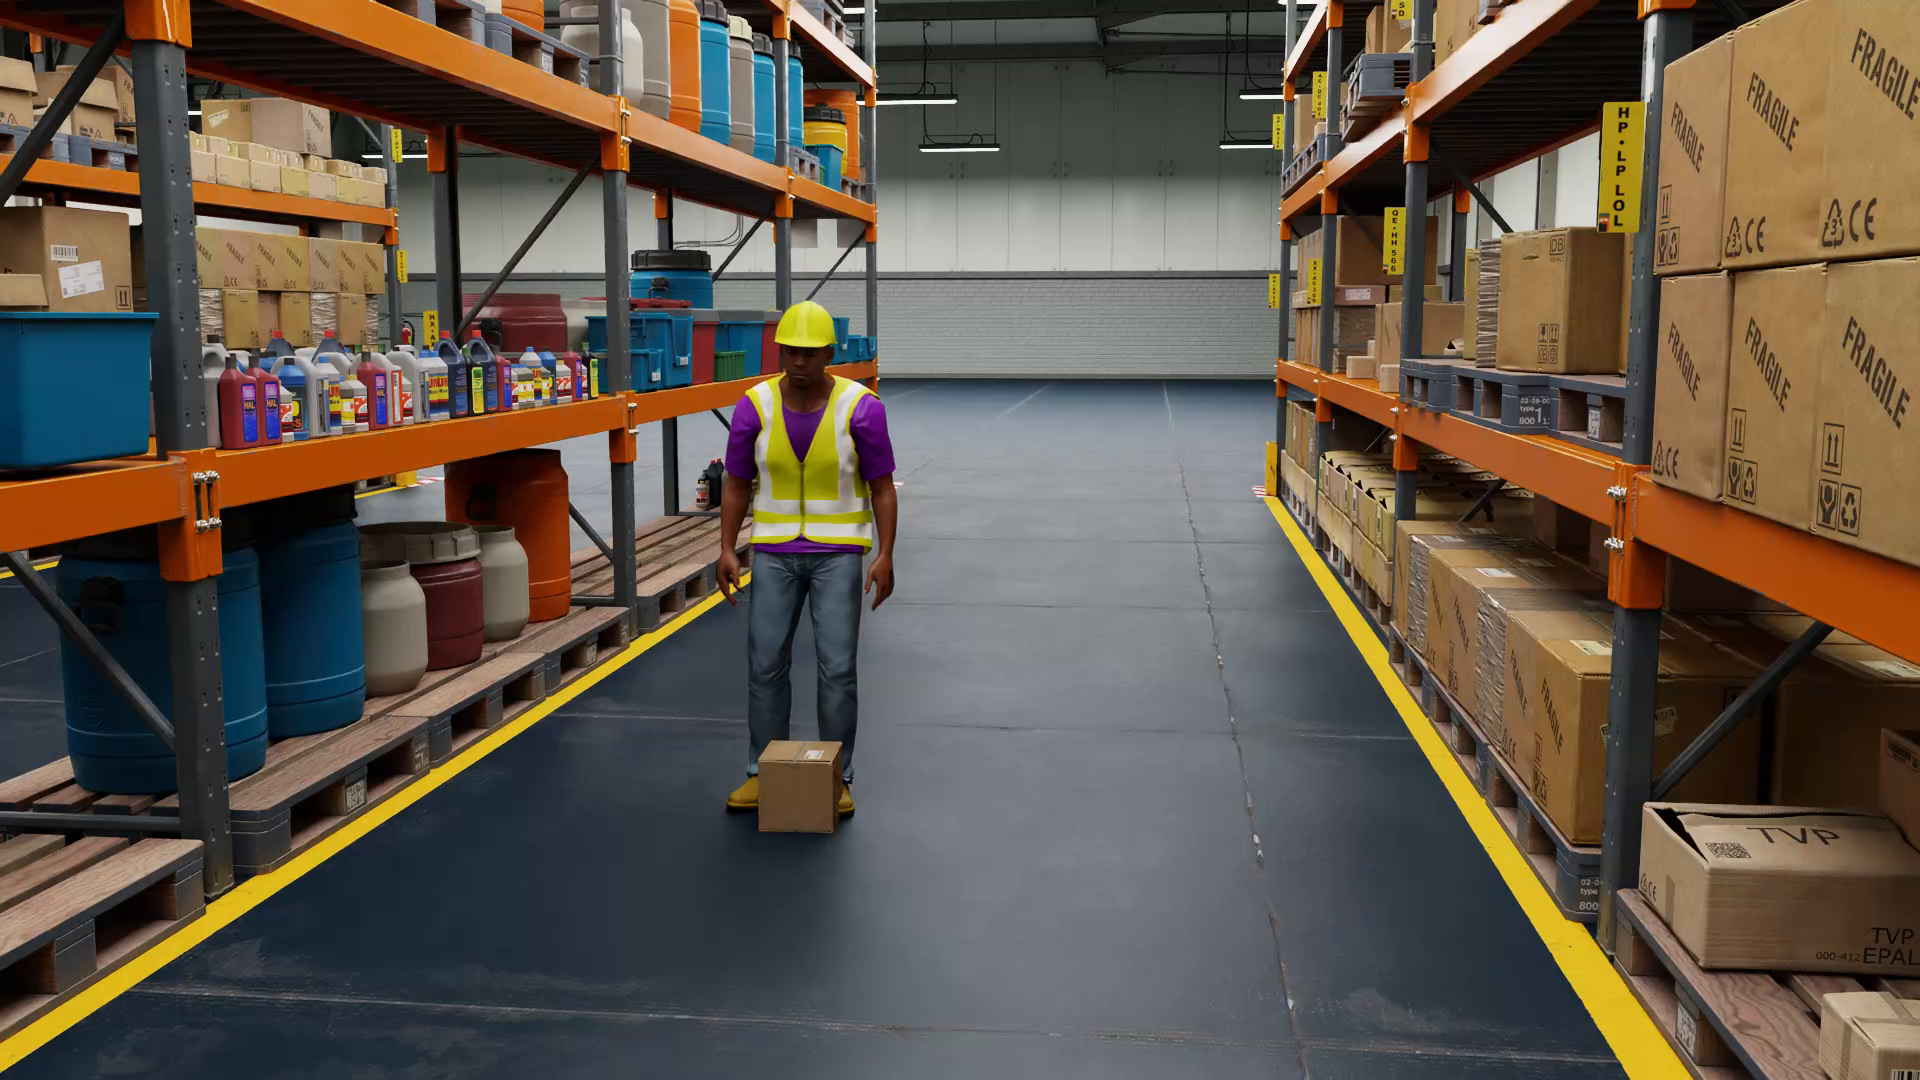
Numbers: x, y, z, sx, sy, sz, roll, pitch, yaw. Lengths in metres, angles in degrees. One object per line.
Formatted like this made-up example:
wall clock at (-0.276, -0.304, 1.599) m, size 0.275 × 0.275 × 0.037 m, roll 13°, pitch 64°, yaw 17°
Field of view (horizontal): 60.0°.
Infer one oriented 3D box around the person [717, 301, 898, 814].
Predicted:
person at (-0.532, 0.059, 5.775) m, size 0.627 × 1.761 × 0.456 m, roll 1°, pitch 8°, yaw 7°
